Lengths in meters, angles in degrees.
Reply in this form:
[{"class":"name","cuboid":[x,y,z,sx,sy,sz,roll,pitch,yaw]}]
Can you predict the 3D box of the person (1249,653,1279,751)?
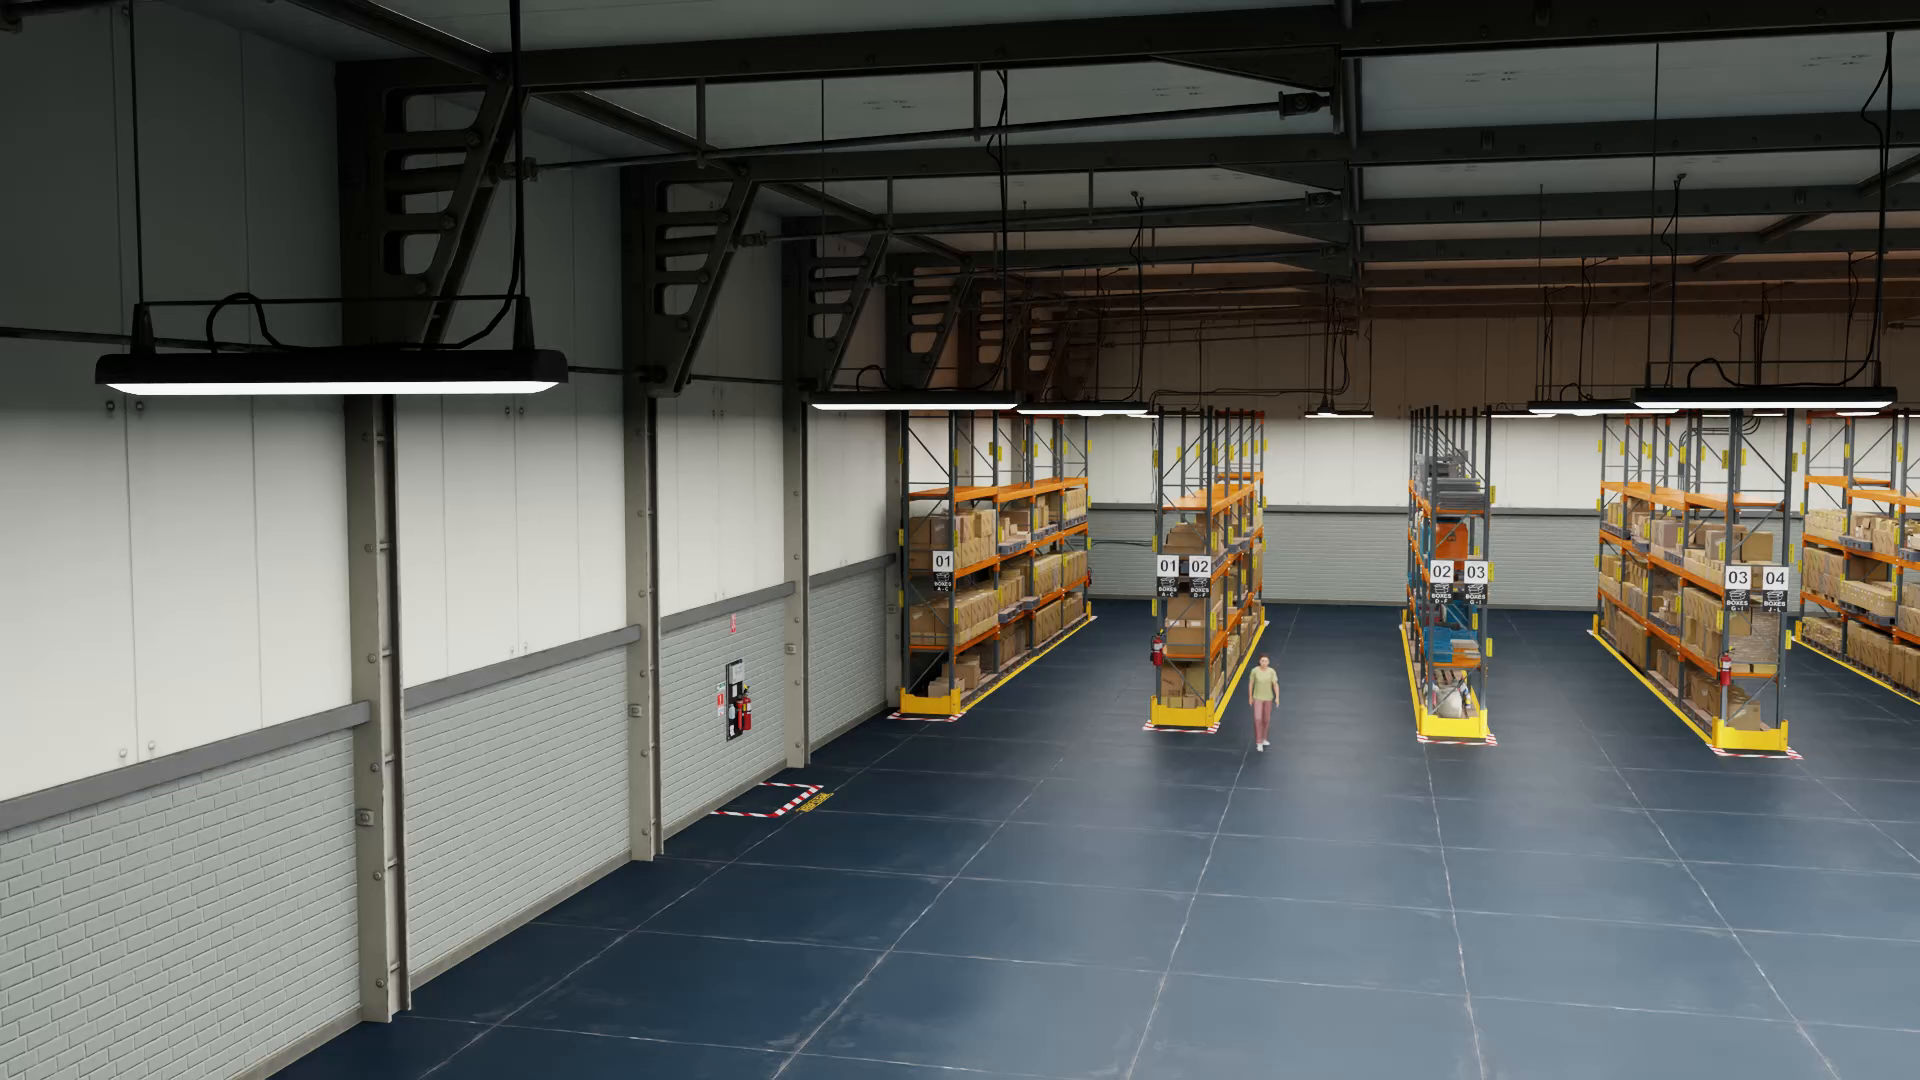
[{"class":"person","cuboid":[5.319,2.803,29.067,0.495,1.679,0.695,0,4,0]}]
